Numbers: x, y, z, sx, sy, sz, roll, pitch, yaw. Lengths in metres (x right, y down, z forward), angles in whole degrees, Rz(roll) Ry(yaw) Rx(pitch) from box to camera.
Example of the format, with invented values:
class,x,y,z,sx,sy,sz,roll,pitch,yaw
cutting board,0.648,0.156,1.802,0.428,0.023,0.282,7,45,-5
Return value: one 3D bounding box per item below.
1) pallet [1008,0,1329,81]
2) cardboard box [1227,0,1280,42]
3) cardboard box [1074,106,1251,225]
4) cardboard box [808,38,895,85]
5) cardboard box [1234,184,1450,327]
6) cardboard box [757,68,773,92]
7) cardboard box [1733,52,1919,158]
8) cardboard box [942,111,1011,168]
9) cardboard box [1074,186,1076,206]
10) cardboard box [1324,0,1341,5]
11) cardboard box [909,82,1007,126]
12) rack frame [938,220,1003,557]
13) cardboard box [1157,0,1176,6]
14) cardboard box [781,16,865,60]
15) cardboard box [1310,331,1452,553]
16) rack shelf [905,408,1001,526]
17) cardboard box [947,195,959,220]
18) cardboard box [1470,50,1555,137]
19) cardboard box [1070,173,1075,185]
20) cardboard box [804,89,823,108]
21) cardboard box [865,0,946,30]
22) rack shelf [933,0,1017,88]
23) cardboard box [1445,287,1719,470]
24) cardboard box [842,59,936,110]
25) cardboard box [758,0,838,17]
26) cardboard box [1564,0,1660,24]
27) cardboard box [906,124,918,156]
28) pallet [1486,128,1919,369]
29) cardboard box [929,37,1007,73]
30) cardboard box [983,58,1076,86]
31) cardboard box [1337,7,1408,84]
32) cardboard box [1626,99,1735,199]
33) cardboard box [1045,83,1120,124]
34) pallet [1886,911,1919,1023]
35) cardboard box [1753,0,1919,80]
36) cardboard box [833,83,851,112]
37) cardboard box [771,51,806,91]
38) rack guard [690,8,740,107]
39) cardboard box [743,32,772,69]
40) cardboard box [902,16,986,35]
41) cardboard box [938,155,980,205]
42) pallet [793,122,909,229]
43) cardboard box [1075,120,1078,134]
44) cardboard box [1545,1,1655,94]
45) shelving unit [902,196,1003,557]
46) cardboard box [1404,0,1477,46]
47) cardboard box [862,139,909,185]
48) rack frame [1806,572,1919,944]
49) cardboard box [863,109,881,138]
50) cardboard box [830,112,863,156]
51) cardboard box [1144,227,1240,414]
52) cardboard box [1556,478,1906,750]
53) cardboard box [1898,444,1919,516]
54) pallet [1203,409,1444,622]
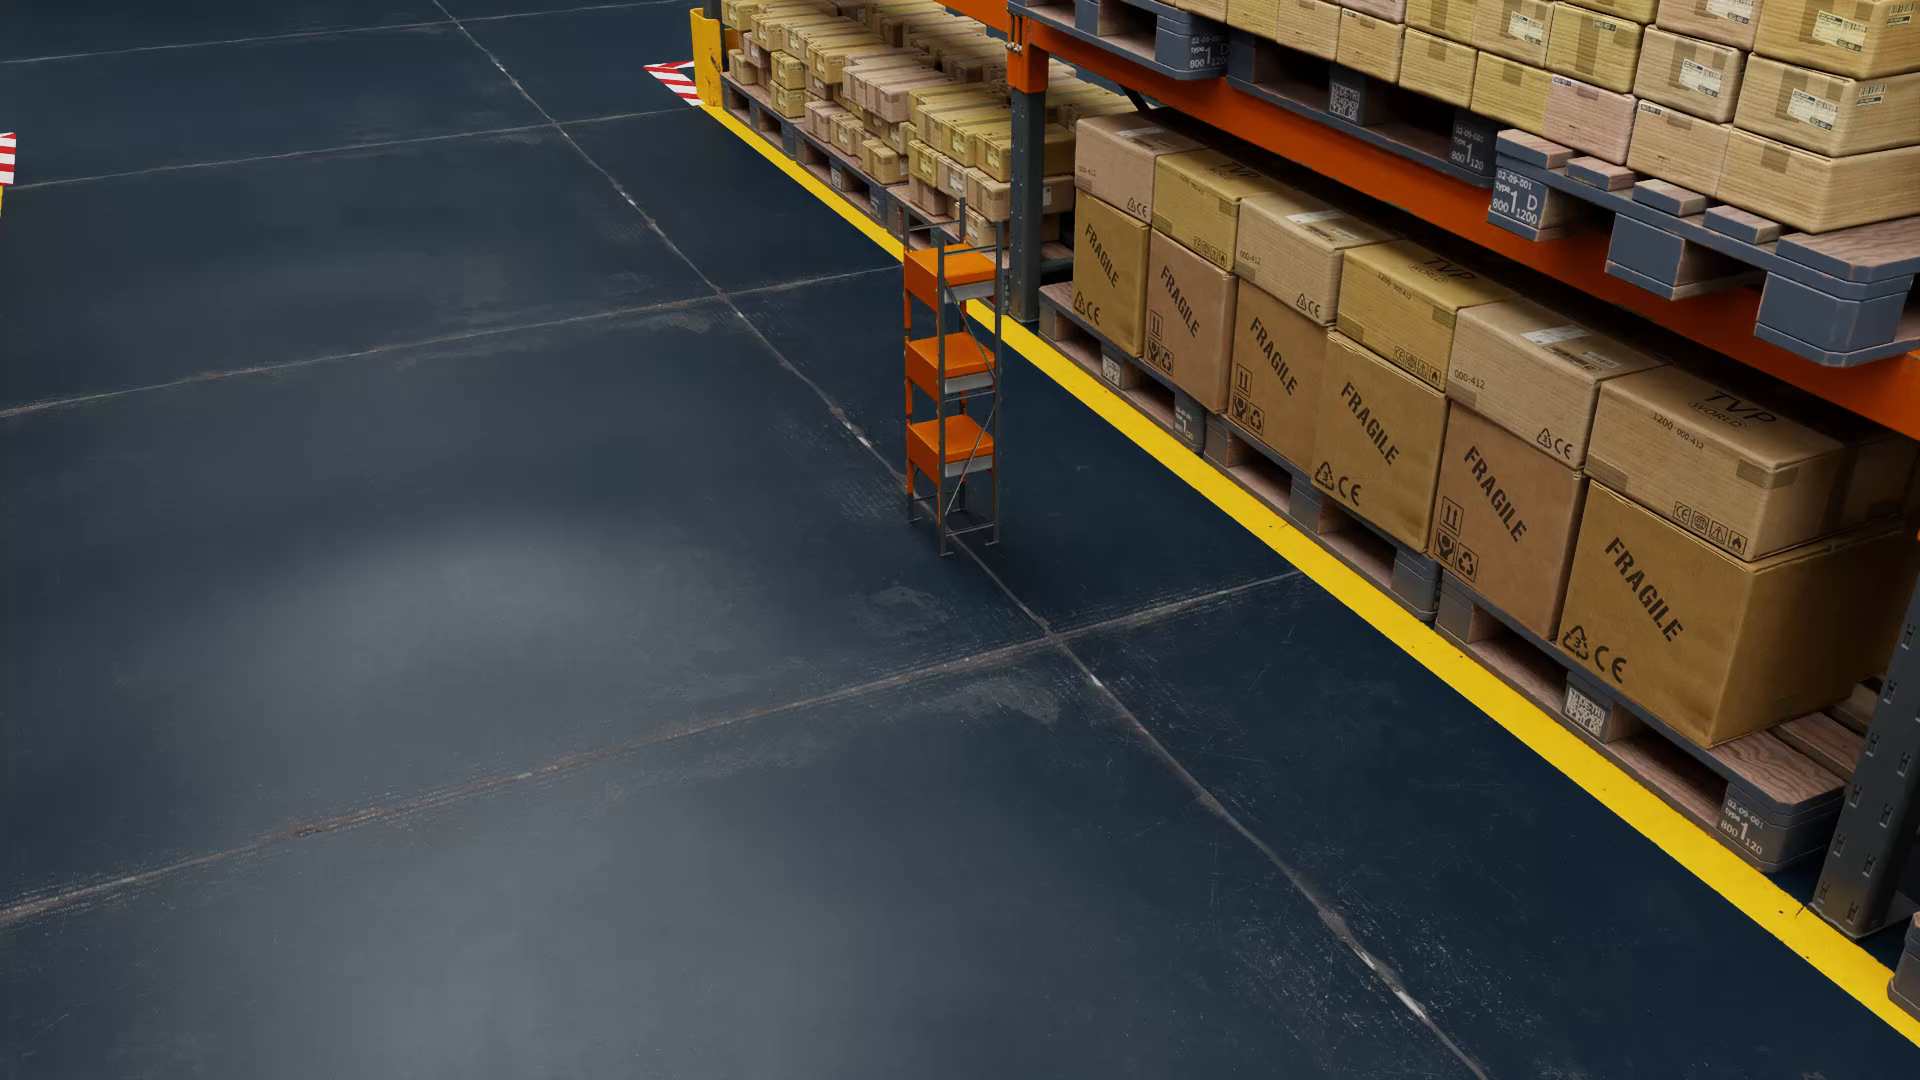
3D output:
class,x,y,z,sx,sy,sz,roll,pitch,yaw
pallet,0.873,-1.866,5.707,1.003,0.211,1.213,-13,32,-22
cardboard box,0.996,-1.545,4.766,0.380,0.149,0.250,-14,32,-23
cardboard box,0.755,-1.356,5.961,0.500,0.250,0.500,-15,32,-24
cardboard box,-0.540,-2.404,8.348,0.380,0.149,0.250,-13,32,-21
cardboard box,1.201,-0.895,5.139,0.500,0.250,0.500,-12,31,-20
cardboard box,-0.919,-2.628,9.354,0.380,0.149,0.250,-13,32,-22
cardboard box,1.770,-0.877,3.270,0.380,0.149,0.250,-12,32,-21
cardboard box,0.143,-1.724,7.135,0.380,0.149,0.250,-13,32,-21
cardboard box,0.696,-1.604,7.528,0.380,0.149,0.250,-12,31,-21
cardboard box,1.103,-1.560,4.489,0.380,0.149,0.250,-14,32,-23
cardboard box,-0.011,-1.964,7.562,0.380,0.149,0.250,-12,31,-20
rack frame,0.029,-0.428,4.939,0.200,1.050,0.008,-13,32,-22
cardboard box,0.765,-1.777,5.180,0.380,0.149,0.250,-13,32,-21
cardboard box,-0.722,-2.654,8.794,0.380,0.149,0.250,-15,32,-24
cardboard box,1.414,-0.340,4.916,0.500,0.500,0.500,-15,32,-24
rack shelf,-0.023,-0.230,5.177,0.215,0.259,0.240,-13,32,-22
cardboard box,0.164,-1.492,7.329,0.380,0.149,0.250,-12,32,-21
cardboard box,1.447,-1.080,3.937,0.380,0.149,0.250,-14,32,-23
cardboard box,0.620,-1.708,7.410,0.380,0.149,0.250,-13,32,-22
cardboard box,-0.600,-2.291,8.754,0.380,0.149,0.250,-13,32,-22
cardboard box,-0.303,-2.893,9.219,0.380,0.149,0.250,-14,32,-23
rack shelf,-0.182,-2.888,8.068,1.077,0.370,4.000,-13,32,-22
cardboard box,1.637,-0.439,4.325,0.500,0.250,0.500,-13,32,-21
cardboard box,-0.338,-2.180,7.949,0.380,0.149,0.250,-14,32,-24
cardboard box,-0.896,-2.885,9.205,0.380,0.149,0.250,-12,32,-21
cardboard box,1.551,-1.231,3.598,0.380,0.149,0.250,-12,31,-20
cardboard box,-0.023,-1.823,7.615,0.380,0.149,0.250,-13,32,-22
pallet,1.991,-0.760,3.734,1.213,0.211,1.003,-13,32,-22
cardboard box,0.068,-2.409,8.356,0.380,0.149,0.250,-13,32,-22
cardboard box,0.330,-2.188,7.963,0.380,0.149,0.250,-12,32,-21
cardboard box,1.221,-1.314,4.353,0.380,0.149,0.250,-12,31,-20
cardboard box,1.662,-0.856,3.537,0.380,0.149,0.250,-13,32,-22
cardboard box,0.498,-1.948,7.535,0.380,0.149,0.250,-14,32,-23
pallet,2.664,1.029,3.199,1.003,0.211,1.213,-13,32,-22
cardboard box,1.769,-1.004,3.193,0.380,0.149,0.250,-14,32,-24
cardboard box,-0.430,-2.302,8.470,0.380,0.149,0.250,-11,31,-19
cardboard box,-0.784,-2.511,8.842,0.380,0.149,0.250,-12,31,-20
rack guard,-1.008,-2.961,10.019,1.175,0.500,0.348,-13,32,-22
cardboard box,-0.981,-2.736,9.244,0.380,0.149,0.250,-13,32,-22
cardboard box,-0.083,-2.658,8.800,0.380,0.149,0.250,-12,31,-20
cardboard box,0.127,-1.577,7.176,0.380,0.149,0.250,-15,32,-24
pallet,-0.172,-1.931,8.477,1.003,0.211,1.213,-13,32,-22
cardboard box,0.716,-1.713,7.115,0.380,0.149,0.250,-12,31,-20
cardboard box,1.539,-1.110,3.686,0.380,0.149,0.250,-12,32,-21
shelving unit,-0.023,-0.482,5.035,0.215,1.050,0.252,-13,32,-22
cardboard box,1.327,-1.331,4.081,0.380,0.149,0.250,-13,32,-22
cardboard box,-0.244,-1.817,7.908,0.380,0.149,0.250,-13,32,-22
rack frame,2.394,-0.551,3.166,1.000,3.000,0.127,-13,32,-22
cardboard box,-0.247,-2.054,8.027,0.380,0.149,0.250,-15,32,-24
cardboard box,-0.429,-2.045,8.316,0.380,0.149,0.250,-13,32,-22
cardboard box,0.983,-0.795,5.728,0.500,0.500,0.500,-12,31,-20
cardboard box,1.875,0.120,4.095,0.500,0.500,0.500,-13,32,-22
cardboard box,2.316,-0.326,4.125,0.500,0.250,0.500,-15,32,-24
pallet,1.540,-0.218,5.424,1.003,0.211,1.213,-13,32,-22
